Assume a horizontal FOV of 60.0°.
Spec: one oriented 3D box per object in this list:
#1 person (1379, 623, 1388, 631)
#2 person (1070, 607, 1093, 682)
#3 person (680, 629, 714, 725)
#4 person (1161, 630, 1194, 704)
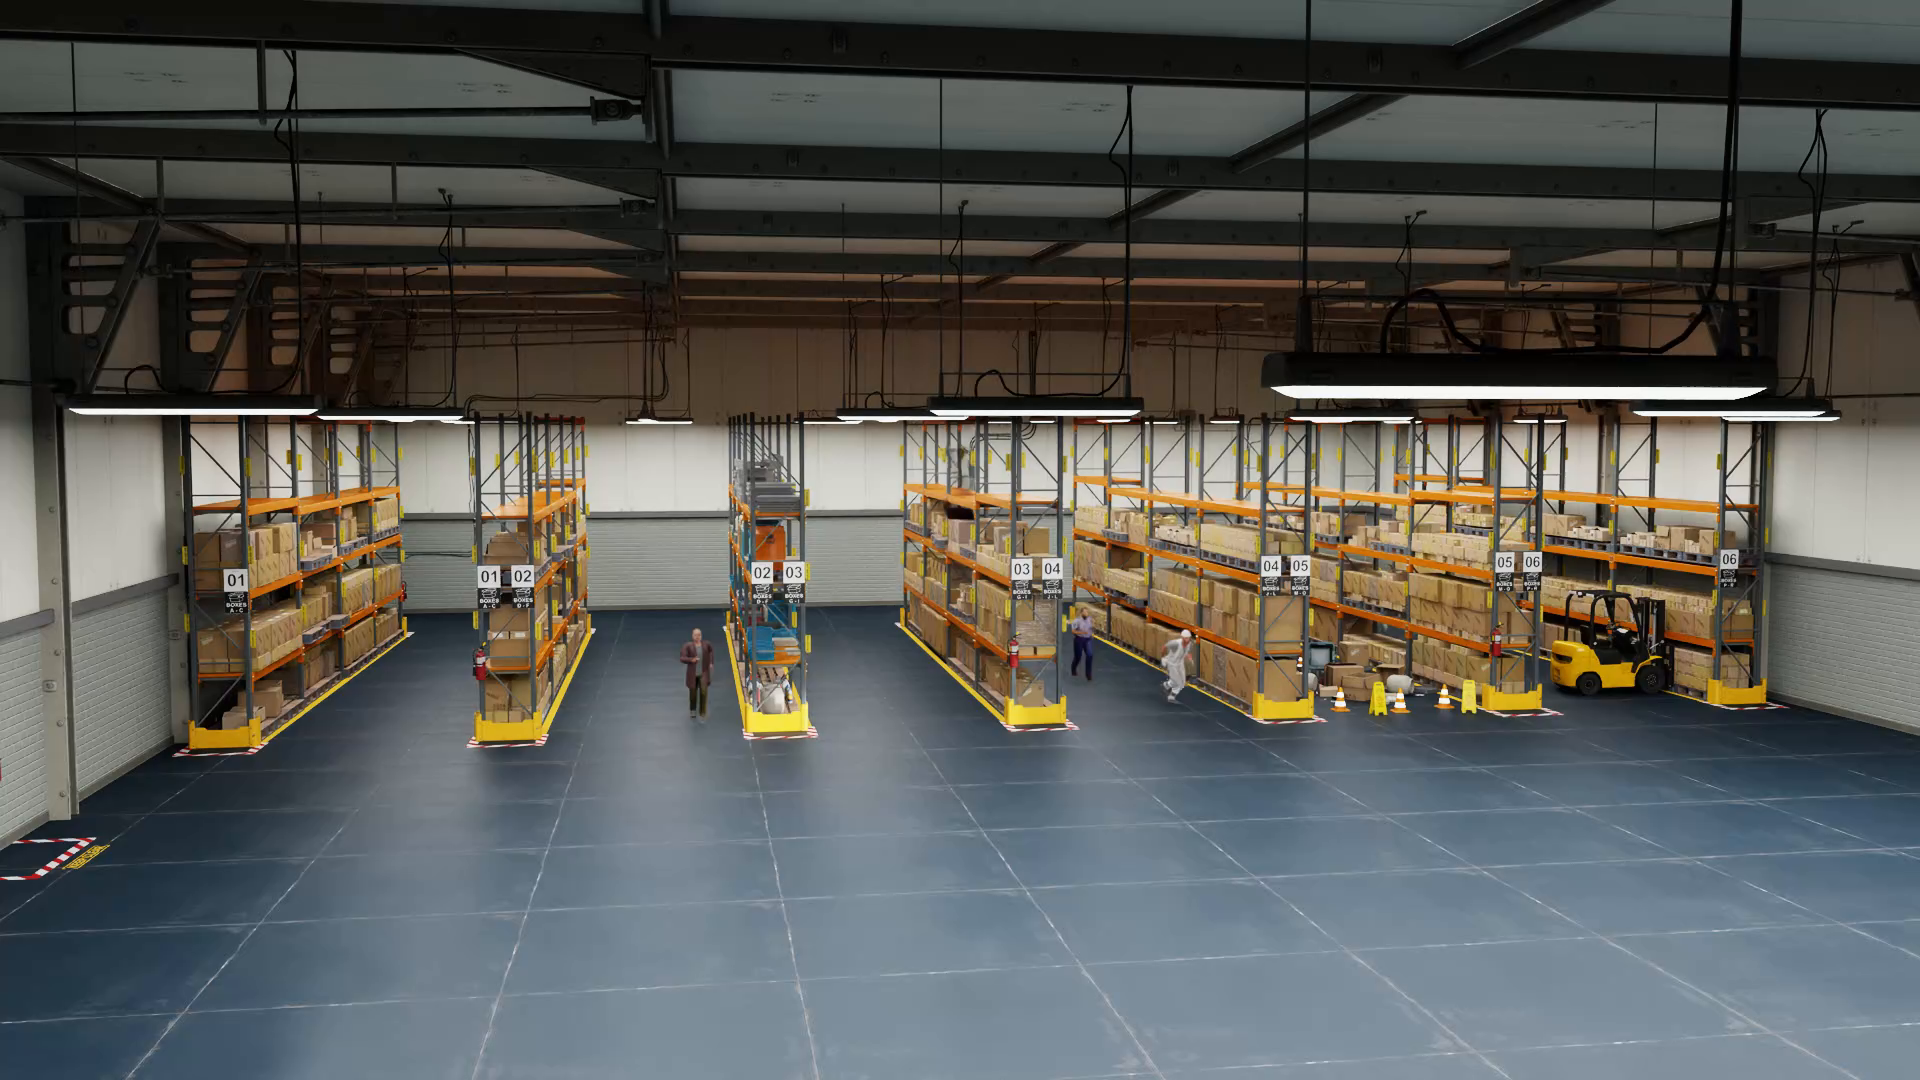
[{"bbox_3d":[11.604,1.699,46.366,0.600,1.834,0.853,-1,4,-19],"label":"person"},{"bbox_3d":[2.758,2.318,37.701,0.628,1.623,0.880,-2,4,-23],"label":"person"},{"bbox_3d":[-5.097,2.625,32.258,0.673,1.826,0.941,-1,4,-14],"label":"person"},{"bbox_3d":[4.453,2.610,34.284,0.686,1.583,0.897,-2,4,-30],"label":"person"}]
